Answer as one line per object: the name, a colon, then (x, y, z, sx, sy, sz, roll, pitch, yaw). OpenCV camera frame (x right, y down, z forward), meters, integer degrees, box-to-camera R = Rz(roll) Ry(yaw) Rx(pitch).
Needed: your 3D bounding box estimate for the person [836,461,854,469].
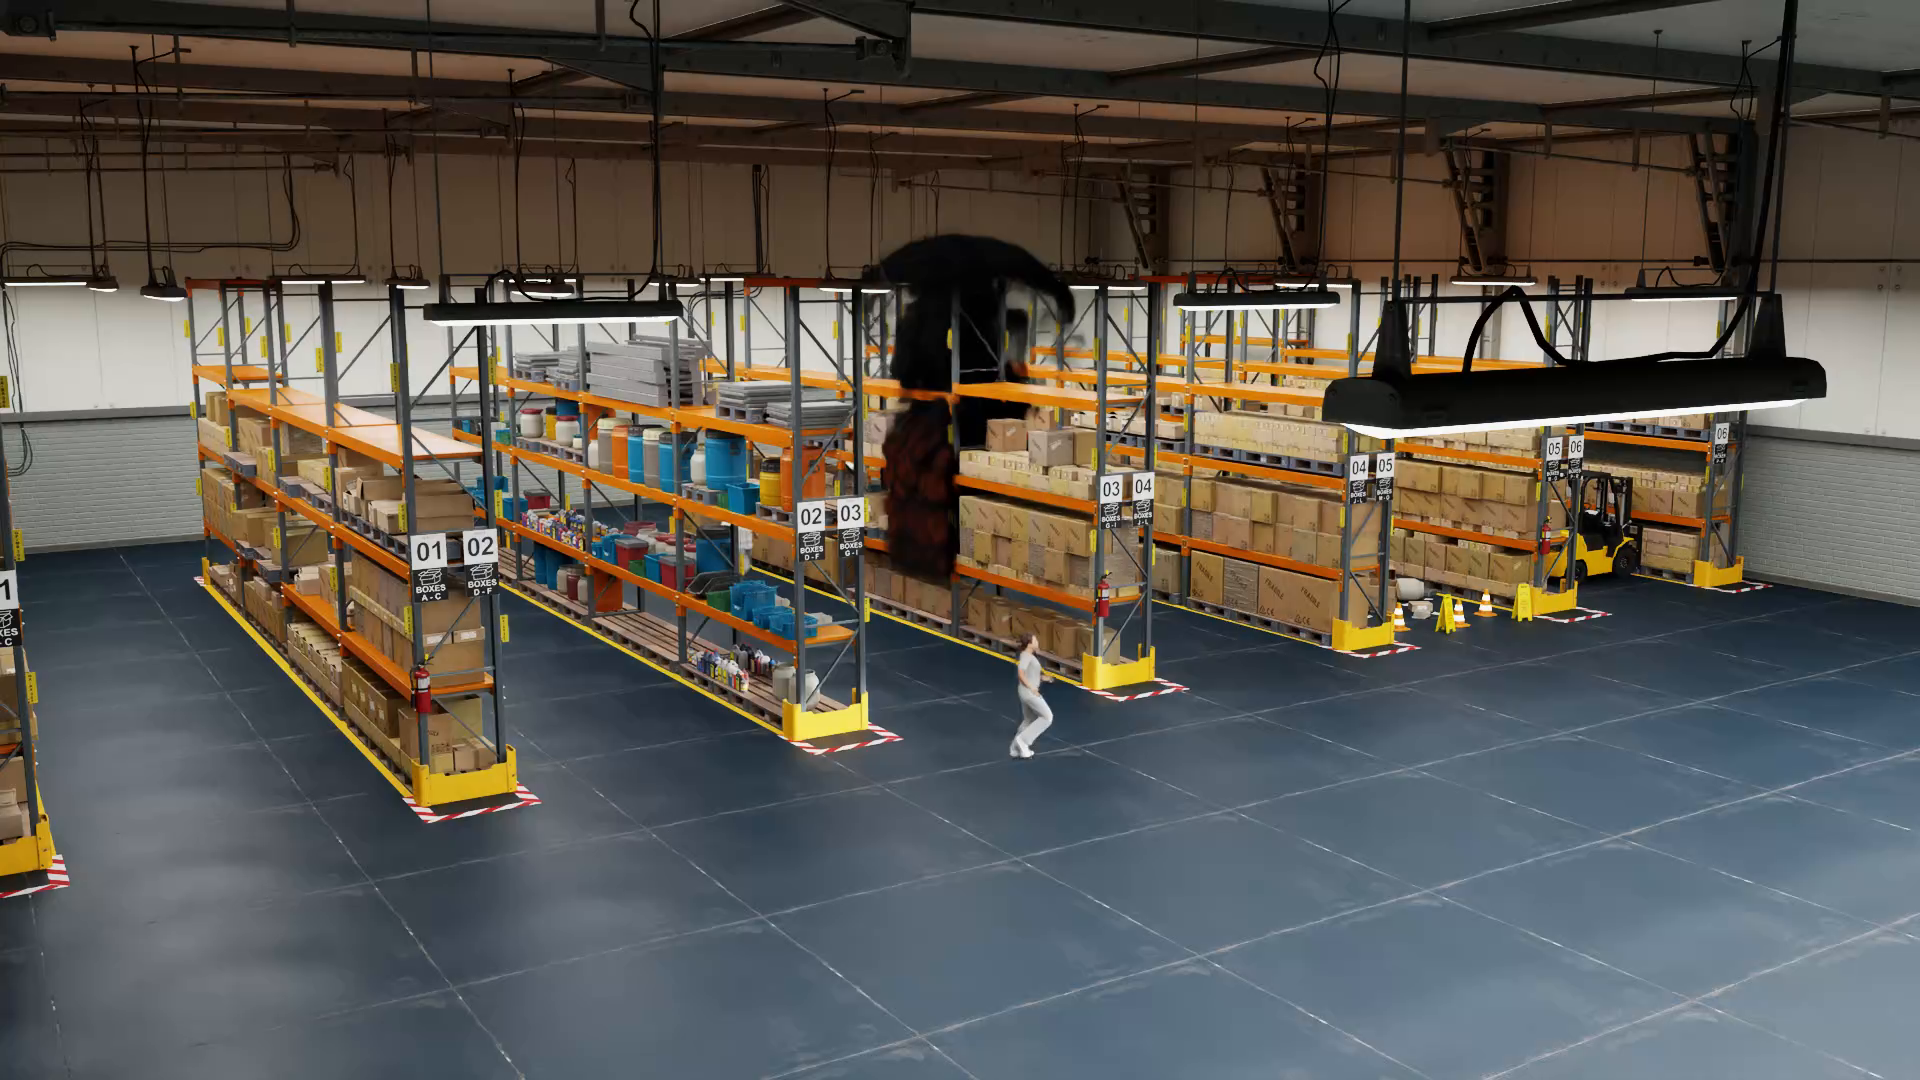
person: (-2.933, -1.390, 41.309, 0.690, 1.677, 0.502, 8, 12, 39)

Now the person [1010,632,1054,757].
person: (0.929, 1.984, 21.294, 0.588, 1.607, 0.537, -1, 10, -7)

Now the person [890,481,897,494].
person: (-1.710, -1.510, 42.299, 0.694, 1.564, 0.541, 3, 10, 15)

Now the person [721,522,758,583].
person: (-3.913, 0.182, 30.007, 0.676, 1.813, 0.676, 9, 13, 42)
